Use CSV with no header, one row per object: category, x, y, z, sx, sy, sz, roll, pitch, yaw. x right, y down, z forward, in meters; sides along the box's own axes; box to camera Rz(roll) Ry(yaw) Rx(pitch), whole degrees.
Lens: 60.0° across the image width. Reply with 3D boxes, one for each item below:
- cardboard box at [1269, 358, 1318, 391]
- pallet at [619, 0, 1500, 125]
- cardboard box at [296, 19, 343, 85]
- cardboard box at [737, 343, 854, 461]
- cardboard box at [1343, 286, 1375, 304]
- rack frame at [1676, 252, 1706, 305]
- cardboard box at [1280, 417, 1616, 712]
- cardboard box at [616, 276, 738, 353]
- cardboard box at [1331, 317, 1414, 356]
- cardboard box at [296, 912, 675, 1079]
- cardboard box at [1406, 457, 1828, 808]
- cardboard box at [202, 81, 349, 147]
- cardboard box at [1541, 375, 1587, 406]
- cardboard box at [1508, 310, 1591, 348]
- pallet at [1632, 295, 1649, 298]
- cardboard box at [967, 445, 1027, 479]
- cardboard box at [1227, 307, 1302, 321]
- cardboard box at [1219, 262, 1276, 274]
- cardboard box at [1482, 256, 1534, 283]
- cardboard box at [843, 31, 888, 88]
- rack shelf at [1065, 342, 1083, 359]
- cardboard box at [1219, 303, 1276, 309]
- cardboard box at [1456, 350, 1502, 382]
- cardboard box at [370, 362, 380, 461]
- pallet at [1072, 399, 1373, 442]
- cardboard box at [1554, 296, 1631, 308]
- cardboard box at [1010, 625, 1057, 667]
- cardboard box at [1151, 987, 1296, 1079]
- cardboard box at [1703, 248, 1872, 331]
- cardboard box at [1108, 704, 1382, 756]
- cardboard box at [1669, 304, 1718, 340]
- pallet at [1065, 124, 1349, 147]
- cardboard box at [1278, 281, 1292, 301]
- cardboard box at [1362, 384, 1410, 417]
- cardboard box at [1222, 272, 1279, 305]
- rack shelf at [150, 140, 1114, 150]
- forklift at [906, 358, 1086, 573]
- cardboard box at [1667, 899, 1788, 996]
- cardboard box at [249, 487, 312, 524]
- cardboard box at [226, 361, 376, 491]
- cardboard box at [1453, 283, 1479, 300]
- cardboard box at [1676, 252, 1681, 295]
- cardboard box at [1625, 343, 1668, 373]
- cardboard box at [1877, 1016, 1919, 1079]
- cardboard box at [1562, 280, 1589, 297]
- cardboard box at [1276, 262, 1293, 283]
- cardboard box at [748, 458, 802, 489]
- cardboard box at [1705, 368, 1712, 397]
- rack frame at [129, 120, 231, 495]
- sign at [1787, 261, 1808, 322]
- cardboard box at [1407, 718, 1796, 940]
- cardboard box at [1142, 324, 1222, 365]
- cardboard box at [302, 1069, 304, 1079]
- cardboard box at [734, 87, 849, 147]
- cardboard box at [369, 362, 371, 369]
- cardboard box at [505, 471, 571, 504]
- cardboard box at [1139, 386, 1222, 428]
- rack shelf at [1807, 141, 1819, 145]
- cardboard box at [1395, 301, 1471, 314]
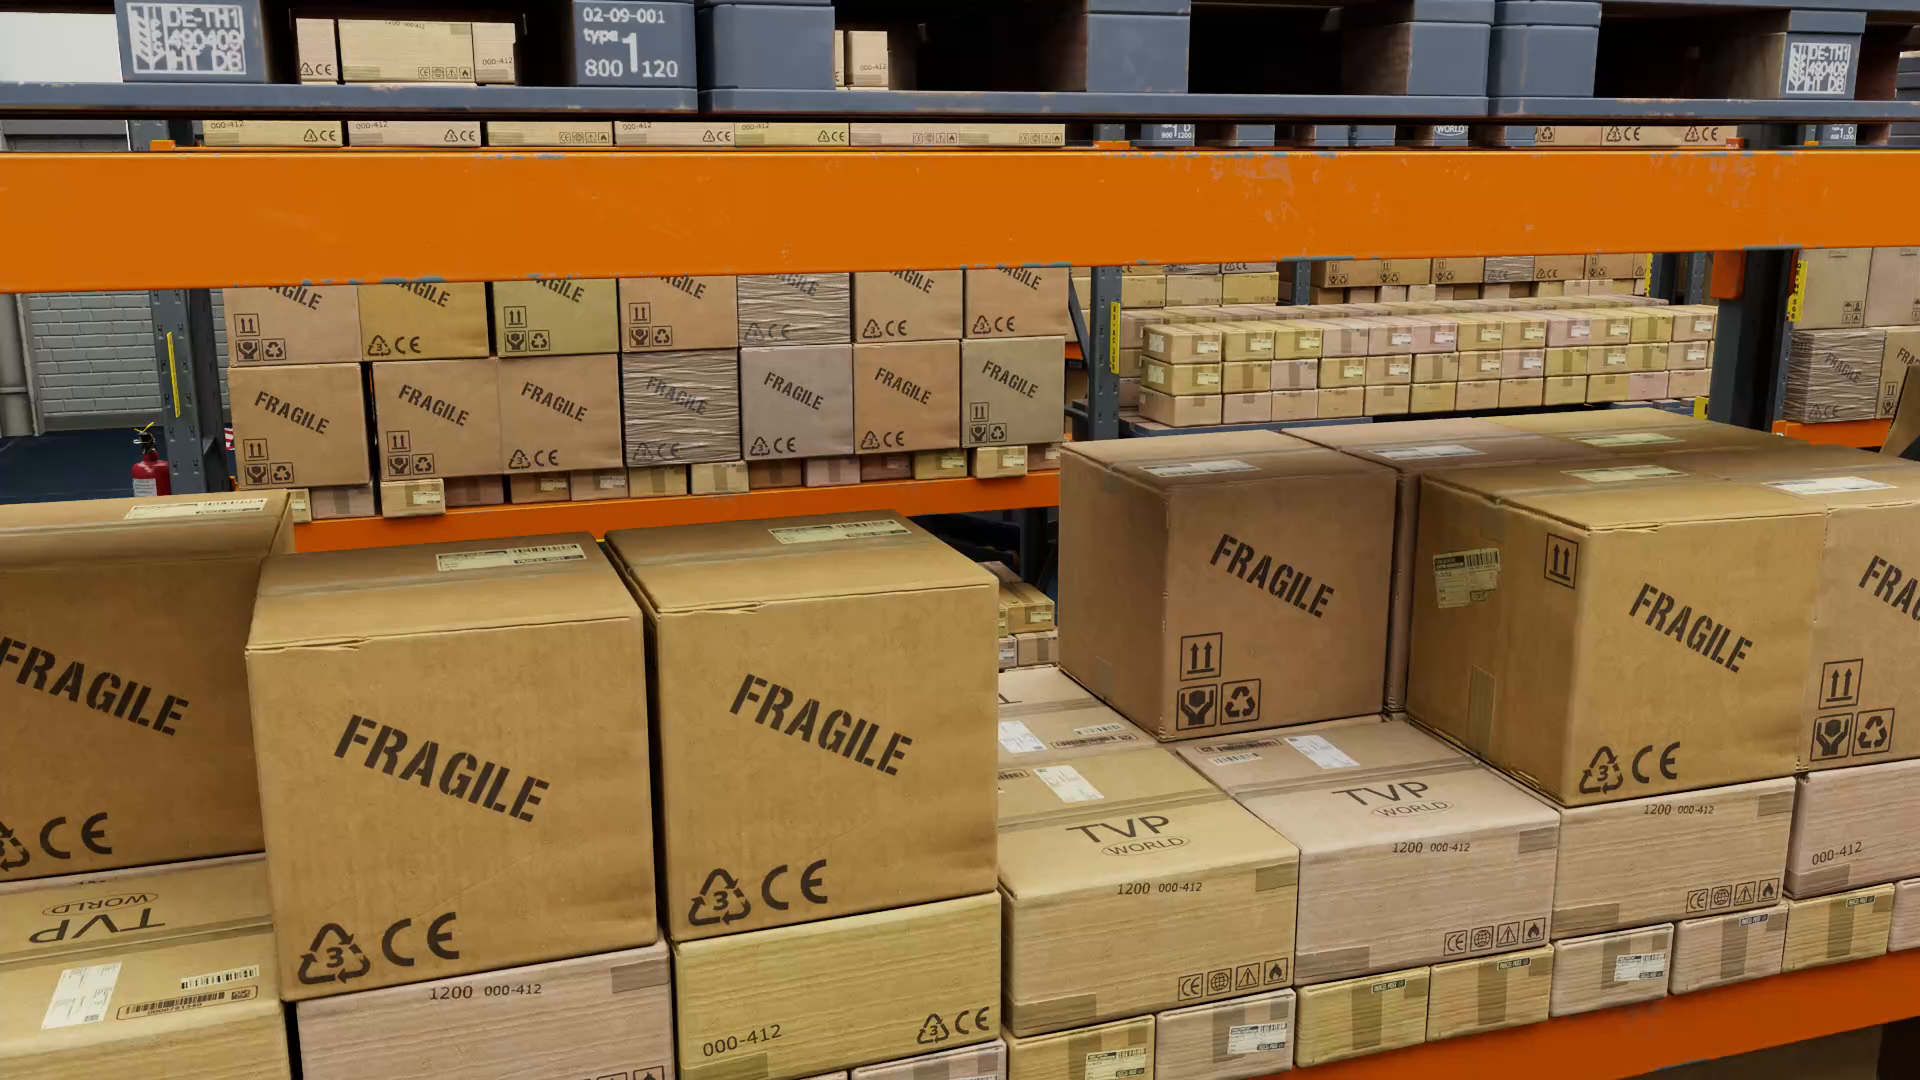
cardboard box,1.549,-0.834,8.159,0.250,0.149,0.380,-4,14,-17
pallet,0.093,-0.814,2.792,1.213,0.211,1.003,-4,14,-18
cardboard box,-2.743,-1.951,6.623,0.500,0.250,0.500,-4,14,-17
cardboard box,-0.793,-0.661,7.582,0.500,0.500,0.500,-5,14,-18
cardboard box,3.302,-2.092,14.093,0.250,0.149,0.380,-5,14,-22
rack frame,6.448,-2.309,15.367,0.127,3.000,1.000,-4,14,-18
cardboard box,1.021,0.032,3.585,0.500,0.500,0.500,-4,14,-18
cardboard box,-1.283,-1.110,7.309,0.500,0.500,0.500,-5,14,-20
cardboard box,2.046,-1.017,8.286,0.250,0.149,0.380,-5,14,-19
cardboard box,-0.734,0.663,2.557,0.500,0.250,0.500,-5,14,-19
cardboard box,1.199,0.147,3.103,0.500,0.500,0.500,-4,14,-17
cardboard box,-2.744,-1.708,6.685,0.500,0.250,0.500,-4,14,-16
cardboard box,3.038,-0.805,8.682,0.250,0.149,0.380,-5,14,-21
cardboard box,3.043,-1.096,8.617,0.250,0.149,0.380,-4,14,-18
pallet,5.677,-2.191,15.286,1.213,0.211,1.003,-4,14,-18
cardboard box,0.134,-0.403,7.896,0.250,0.149,0.380,-5,14,-20
cardboard box,1.607,-1.142,8.813,0.250,0.149,0.380,-5,14,-18
cardboard box,2.250,-2.453,13.597,0.500,0.500,0.500,-5,14,-20
cardboard box,4.626,-2.510,14.445,0.500,0.500,0.500,-5,14,-20
cardboard box,-0.313,-2.144,7.436,0.500,0.250,0.500,-5,14,-20
rack shelf,0.761,-1.516,13.589,4.000,0.370,1.077,-4,14,-18
cardboard box,2.260,-1.846,13.747,0.500,0.250,0.500,-5,14,-20
cardboard box,2.542,-0.911,8.484,0.250,0.149,0.380,-5,14,-19
cardboard box,-2.418,-0.665,7.597,0.500,0.500,0.500,-5,14,-19
pallet,1.311,-0.571,8.477,1.213,0.211,1.003,-4,14,-18
cardboard box,3.577,-1.295,9.454,0.250,0.149,0.380,-5,14,-20
cardboard box,0.343,0.491,8.208,0.250,0.149,0.380,-4,14,-17
cardboard box,0.382,0.785,2.903,0.250,0.149,0.380,-4,14,-17
cardboard box,4.760,-1.501,9.596,0.500,0.500,0.700,-5,14,-18
cardboard box,0.535,0.436,3.511,0.500,0.250,0.500,-4,14,-17
cardboard box,4.013,-1.170,8.930,0.250,0.149,0.380,-5,14,-20
pallet,1.159,-2.030,8.120,1.003,0.211,1.213,-4,14,-18
cardboard box,2.892,-2.172,14.425,0.250,0.149,0.380,-4,14,-16
cardboard box,2.038,-0.727,8.352,0.250,0.149,0.380,-5,14,-21
cardboard box,2.278,-2.092,13.701,0.500,0.250,0.500,-5,14,-18
rack shelf,-1.356,-1.602,7.468,4.000,0.370,1.077,-4,14,-18
forklift,0.460,-1.326,11.384,3.031,2.935,1.130,12,18,42
cardboard box,1.354,0.710,3.220,0.250,0.149,0.380,-5,14,-19
cardboard box,-2.840,-0.175,6.938,0.250,0.149,0.380,-5,14,-19
cardboard box,-2.738,-0.511,6.950,0.500,0.500,0.500,-4,14,-15
cardboard box,4.303,-2.183,14.472,0.250,0.149,0.380,-4,14,-16
cardboard box,6.789,-2.590,15.689,0.500,0.500,0.500,-5,14,-20
cardboard box,3.507,-0.986,8.798,0.250,0.149,0.380,-4,14,-17
cardboard box,2.626,1.233,4.162,0.875,0.875,1.225,-4,14,-18
cardboard box,5.319,-2.230,14.673,0.250,0.149,0.380,-4,14,-18
cardboard box,2.999,-2.506,14.429,0.500,0.500,0.500,-5,14,-20
cardboard box,-0.896,-0.349,7.670,0.250,0.149,0.380,-5,14,-19
cardboard box,4.010,-0.880,8.997,0.250,0.149,0.380,-4,14,-17
rack frame,-3.251,-0.345,7.111,0.127,3.000,1.000,-4,14,-18
sign,4.513,-1.342,8.971,0.005,0.325,0.100,-4,14,-18
cardboard box,1.202,0.512,3.189,0.500,0.250,0.500,-4,14,-16
cardboard box,1.060,-0.940,7.962,0.250,0.149,0.380,-4,14,-15
cardboard box,-1.081,0.899,2.422,0.250,0.149,0.380,-5,14,-19
cardboard box,-0.797,-1.859,7.319,0.500,0.250,0.500,-5,14,-19
cardboard box,-3.909,-1.488,11.699,0.500,0.500,0.500,-5,14,-19
cardboard box,-1.873,-0.275,7.358,0.250,0.149,0.380,-5,14,-19
cardboard box,1.060,-0.650,8.031,0.250,0.149,0.380,-5,14,-21
rack shelf,6.226,-2.192,9.950,4.000,0.370,1.077,-4,14,-18
cardboard box,2.586,-1.218,9.131,0.250,0.149,0.380,-4,14,-16
